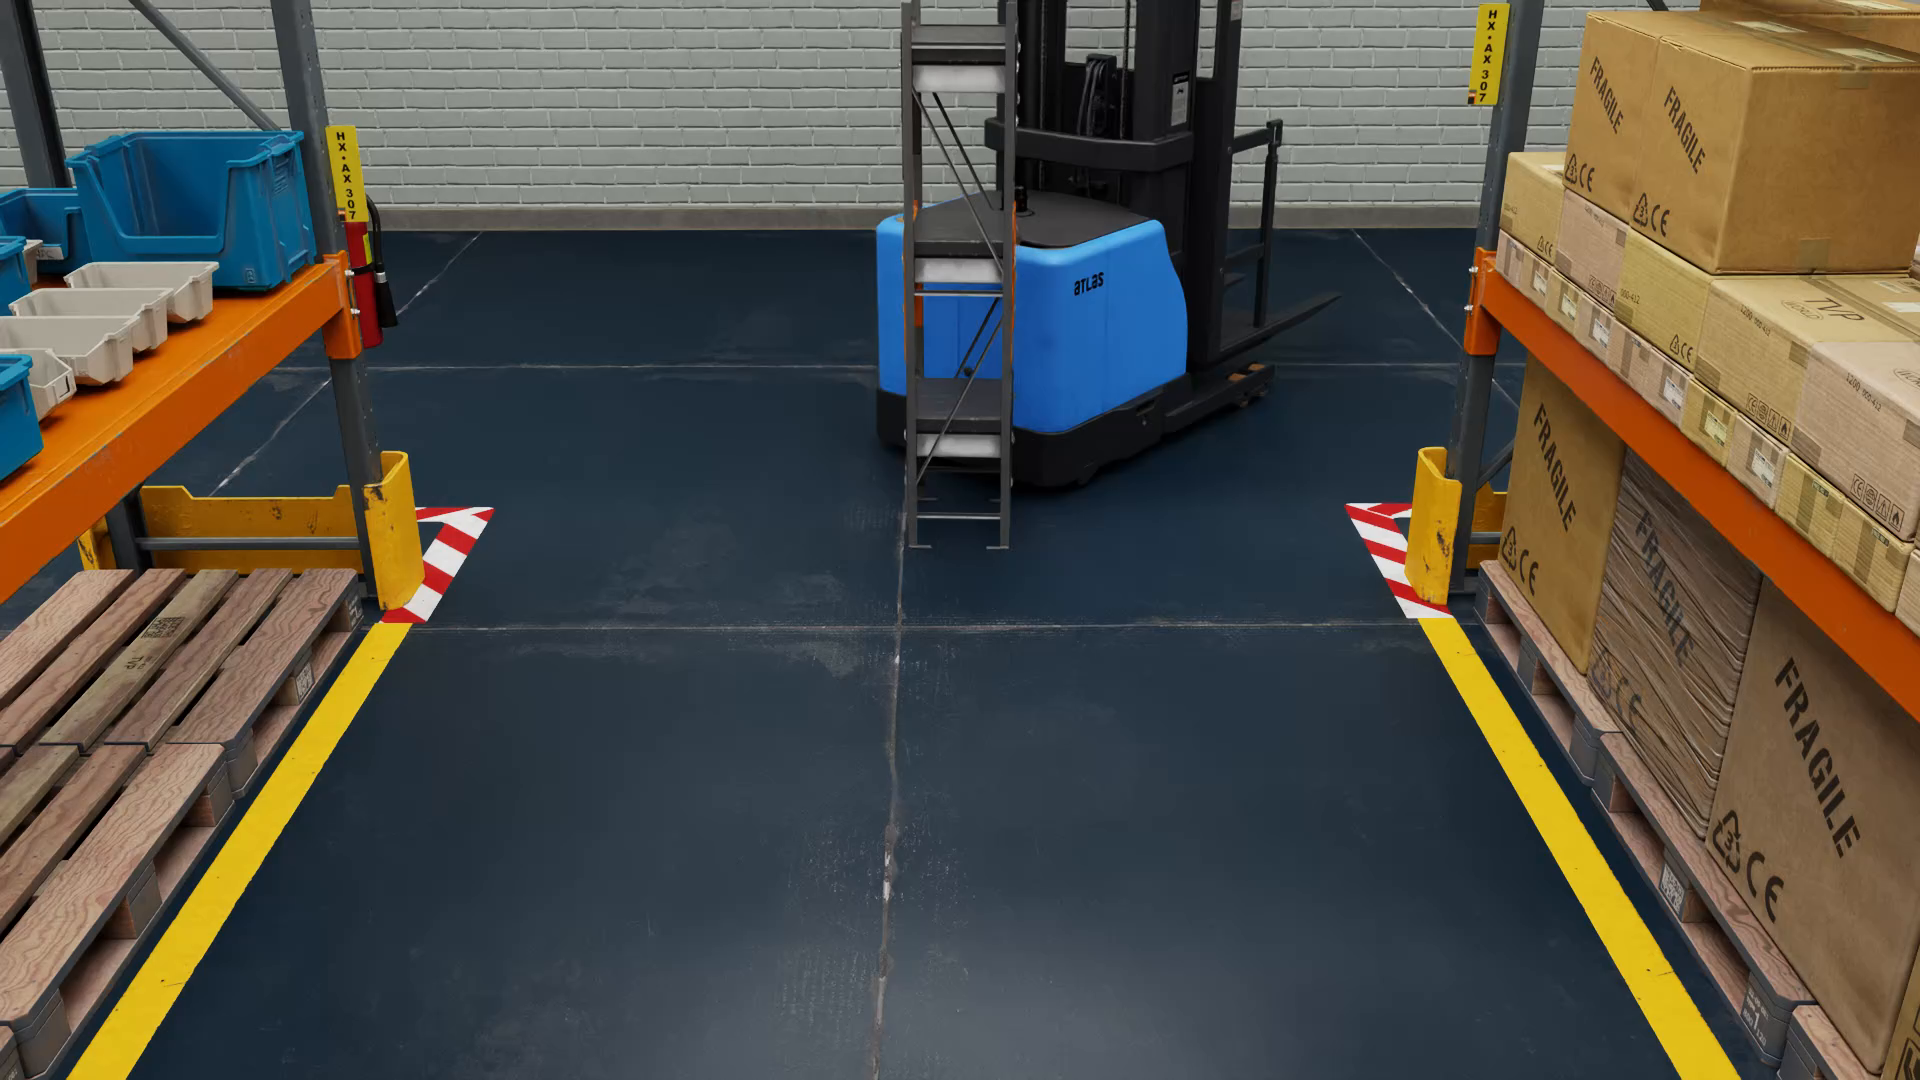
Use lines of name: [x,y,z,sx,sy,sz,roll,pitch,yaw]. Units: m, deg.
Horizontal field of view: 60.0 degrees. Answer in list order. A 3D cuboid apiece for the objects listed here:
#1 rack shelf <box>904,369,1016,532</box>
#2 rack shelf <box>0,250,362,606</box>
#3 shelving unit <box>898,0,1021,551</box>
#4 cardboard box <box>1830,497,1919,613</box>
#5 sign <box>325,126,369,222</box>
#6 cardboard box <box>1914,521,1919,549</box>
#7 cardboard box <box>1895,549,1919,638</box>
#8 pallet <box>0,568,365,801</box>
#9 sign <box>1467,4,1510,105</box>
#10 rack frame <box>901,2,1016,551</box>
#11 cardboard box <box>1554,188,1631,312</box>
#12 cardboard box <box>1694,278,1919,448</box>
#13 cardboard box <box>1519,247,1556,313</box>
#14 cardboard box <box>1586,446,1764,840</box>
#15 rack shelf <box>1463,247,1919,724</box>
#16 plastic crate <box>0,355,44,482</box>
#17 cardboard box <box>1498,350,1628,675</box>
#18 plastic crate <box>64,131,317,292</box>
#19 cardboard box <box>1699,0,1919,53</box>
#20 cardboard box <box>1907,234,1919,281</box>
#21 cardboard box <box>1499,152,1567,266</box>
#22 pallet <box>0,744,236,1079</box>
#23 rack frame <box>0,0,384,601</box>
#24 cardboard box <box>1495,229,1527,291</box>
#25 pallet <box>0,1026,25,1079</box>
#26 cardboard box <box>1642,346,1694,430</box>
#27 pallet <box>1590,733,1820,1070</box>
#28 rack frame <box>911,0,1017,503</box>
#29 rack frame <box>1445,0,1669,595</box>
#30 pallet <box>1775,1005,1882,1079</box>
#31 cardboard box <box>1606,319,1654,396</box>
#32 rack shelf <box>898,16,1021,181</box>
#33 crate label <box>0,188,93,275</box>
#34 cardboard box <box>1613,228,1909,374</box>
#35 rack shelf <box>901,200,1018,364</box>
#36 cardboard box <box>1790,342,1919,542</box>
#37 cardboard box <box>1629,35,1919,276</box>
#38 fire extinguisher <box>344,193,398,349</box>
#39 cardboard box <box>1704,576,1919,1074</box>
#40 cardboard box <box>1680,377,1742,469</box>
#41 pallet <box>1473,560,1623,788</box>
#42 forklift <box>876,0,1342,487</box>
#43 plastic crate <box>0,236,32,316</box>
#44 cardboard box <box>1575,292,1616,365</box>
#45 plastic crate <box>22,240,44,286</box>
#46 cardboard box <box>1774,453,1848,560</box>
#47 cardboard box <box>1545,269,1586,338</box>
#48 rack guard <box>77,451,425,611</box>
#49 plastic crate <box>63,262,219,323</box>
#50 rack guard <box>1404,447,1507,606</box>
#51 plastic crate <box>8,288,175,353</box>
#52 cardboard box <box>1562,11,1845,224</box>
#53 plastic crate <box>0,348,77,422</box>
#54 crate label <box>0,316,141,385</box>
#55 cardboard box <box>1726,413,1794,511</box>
rack shelf: [0.006,-0.370,6.753,0.431,0.518,0.480,1,24,2]
rack shelf: [-2.617,-0.012,4.009,1.077,0.370,4.000,0,24,-1]
shelving unit: [0.006,-1.021,6.459,0.431,2.100,0.503,1,24,2]
cardboard box: [2.015,0.029,3.352,0.380,0.149,0.250,0,24,0]
sign: [-2.089,-1.247,5.669,0.100,0.325,0.005,0,24,-1]
cardboard box: [2.082,0.001,2.928,0.500,0.250,0.500,0,24,1]
cardboard box: [2.018,0.135,3.117,0.380,0.149,0.250,0,24,0]
pallet: [-2.669,0.447,5.506,1.003,0.211,1.213,0,24,-1]
sign: [1.759,-1.616,5.537,0.100,0.325,0.005,0,24,-1]
rack frame: [-0.005,-0.920,6.237,0.400,2.100,0.015,1,24,2]
cardboard box: [2.061,-0.840,4.788,0.500,0.250,0.500,-1,24,-1]
cardboard box: [2.074,-0.418,3.855,0.500,0.250,0.500,-1,24,-2]
cardboard box: [1.992,-0.818,5.223,0.380,0.149,0.250,-1,24,-1]
cardboard box: [2.411,0.229,4.672,0.875,0.875,0.875,0,24,-1]
rack shelf: [2.336,-0.034,4.058,1.077,0.370,4.000,0,24,-1]
plastic crate: [-2.360,-0.270,3.836,0.416,0.233,0.300,0,24,-1]
cardboard box: [2.401,-0.146,5.501,0.875,0.875,0.875,0,24,-1]
plastic crate: [-2.448,-1.070,5.360,0.616,0.435,0.499,0,24,-1]
cardboard box: [2.582,-1.395,5.106,0.500,0.500,0.500,0,24,0]
cardboard box: [2.595,-0.636,4.337,0.500,0.250,0.500,-1,24,-2]
cardboard box: [2.049,-1.054,5.262,0.500,0.250,0.500,-1,24,-2]
pallet: [-2.658,0.948,4.397,1.003,0.211,1.213,0,24,-1]
rack frame: [-2.639,-1.164,5.683,1.000,3.000,0.127,0,24,-1]
cardboard box: [1.988,-0.924,5.457,0.380,0.149,0.250,0,24,0]
pallet: [-2.642,1.452,3.283,1.003,0.211,1.213,0,24,-1]
cardboard box: [2.004,-0.394,4.286,0.380,0.149,0.250,-1,24,-1]
pallet: [2.411,0.915,4.470,1.003,0.211,1.213,0,24,-1]
rack frame: [0.017,-1.121,6.681,0.400,2.100,0.015,1,24,2]
rack frame: [2.314,-1.186,5.732,1.000,3.000,0.127,0,24,-1]
pallet: [2.427,1.419,3.356,1.003,0.211,1.213,0,24,-1]
cardboard box: [2.001,-0.500,4.521,0.380,0.149,0.250,-1,24,-2]
rack shelf: [0.006,-1.646,6.176,0.431,0.518,0.480,1,24,2]
crate label: [-2.965,-1.011,5.477,0.416,0.233,0.303,0,24,-1]
cardboard box: [2.063,-0.633,4.330,0.500,0.250,0.500,-1,24,-2]
rack shelf: [0.006,-1.008,6.464,0.431,0.518,0.480,1,24,2]
cardboard box: [2.076,-0.209,3.393,0.500,0.250,0.500,0,24,1]
cardboard box: [2.066,-0.976,4.180,0.500,0.500,0.500,-1,24,-2]
fire extinguisher: [-2.186,-1.023,5.918,0.296,0.674,0.183,0,24,-1]
cardboard box: [2.420,0.596,3.861,0.875,0.875,0.875,0,24,-1]
cardboard box: [2.006,-0.290,4.056,0.380,0.149,0.250,-1,24,-2]
pallet: [2.401,0.414,5.579,1.003,0.211,1.213,0,24,-1]
forklift: [0.924,-2.101,7.839,1.130,2.935,3.031,18,30,34]
plastic crate: [-2.958,-0.740,4.877,0.416,0.233,0.300,0,24,-1]
cardboard box: [1.999,-0.605,4.752,0.380,0.149,0.250,-1,24,-1]
plastic crate: [-3.045,-0.835,5.204,0.250,0.136,0.298,0,24,-1]
cardboard box: [2.012,-0.077,3.585,0.380,0.149,0.250,-1,24,-1]
cardboard box: [1.995,-0.712,4.990,0.380,0.149,0.250,-1,24,-2]
rack guard: [-2.652,-0.035,6.220,1.175,0.500,0.348,0,24,-1]
plastic crate: [-2.449,-0.736,4.984,0.396,0.136,0.243,0,24,-1]
rack guard: [2.314,-0.057,6.269,1.175,0.500,0.348,0,24,-1]
plastic crate: [-2.460,-0.616,4.719,0.396,0.136,0.243,0,24,-1]
cardboard box: [2.055,-1.190,4.652,0.500,0.500,0.500,-1,24,-2]
plastic crate: [-2.411,-0.380,4.196,0.298,0.136,0.250,0,24,-1]
crate label: [-2.433,-0.501,4.466,0.396,0.136,0.243,0,24,-1]
cardboard box: [2.011,-0.182,3.817,0.380,0.149,0.250,0,24,0]
